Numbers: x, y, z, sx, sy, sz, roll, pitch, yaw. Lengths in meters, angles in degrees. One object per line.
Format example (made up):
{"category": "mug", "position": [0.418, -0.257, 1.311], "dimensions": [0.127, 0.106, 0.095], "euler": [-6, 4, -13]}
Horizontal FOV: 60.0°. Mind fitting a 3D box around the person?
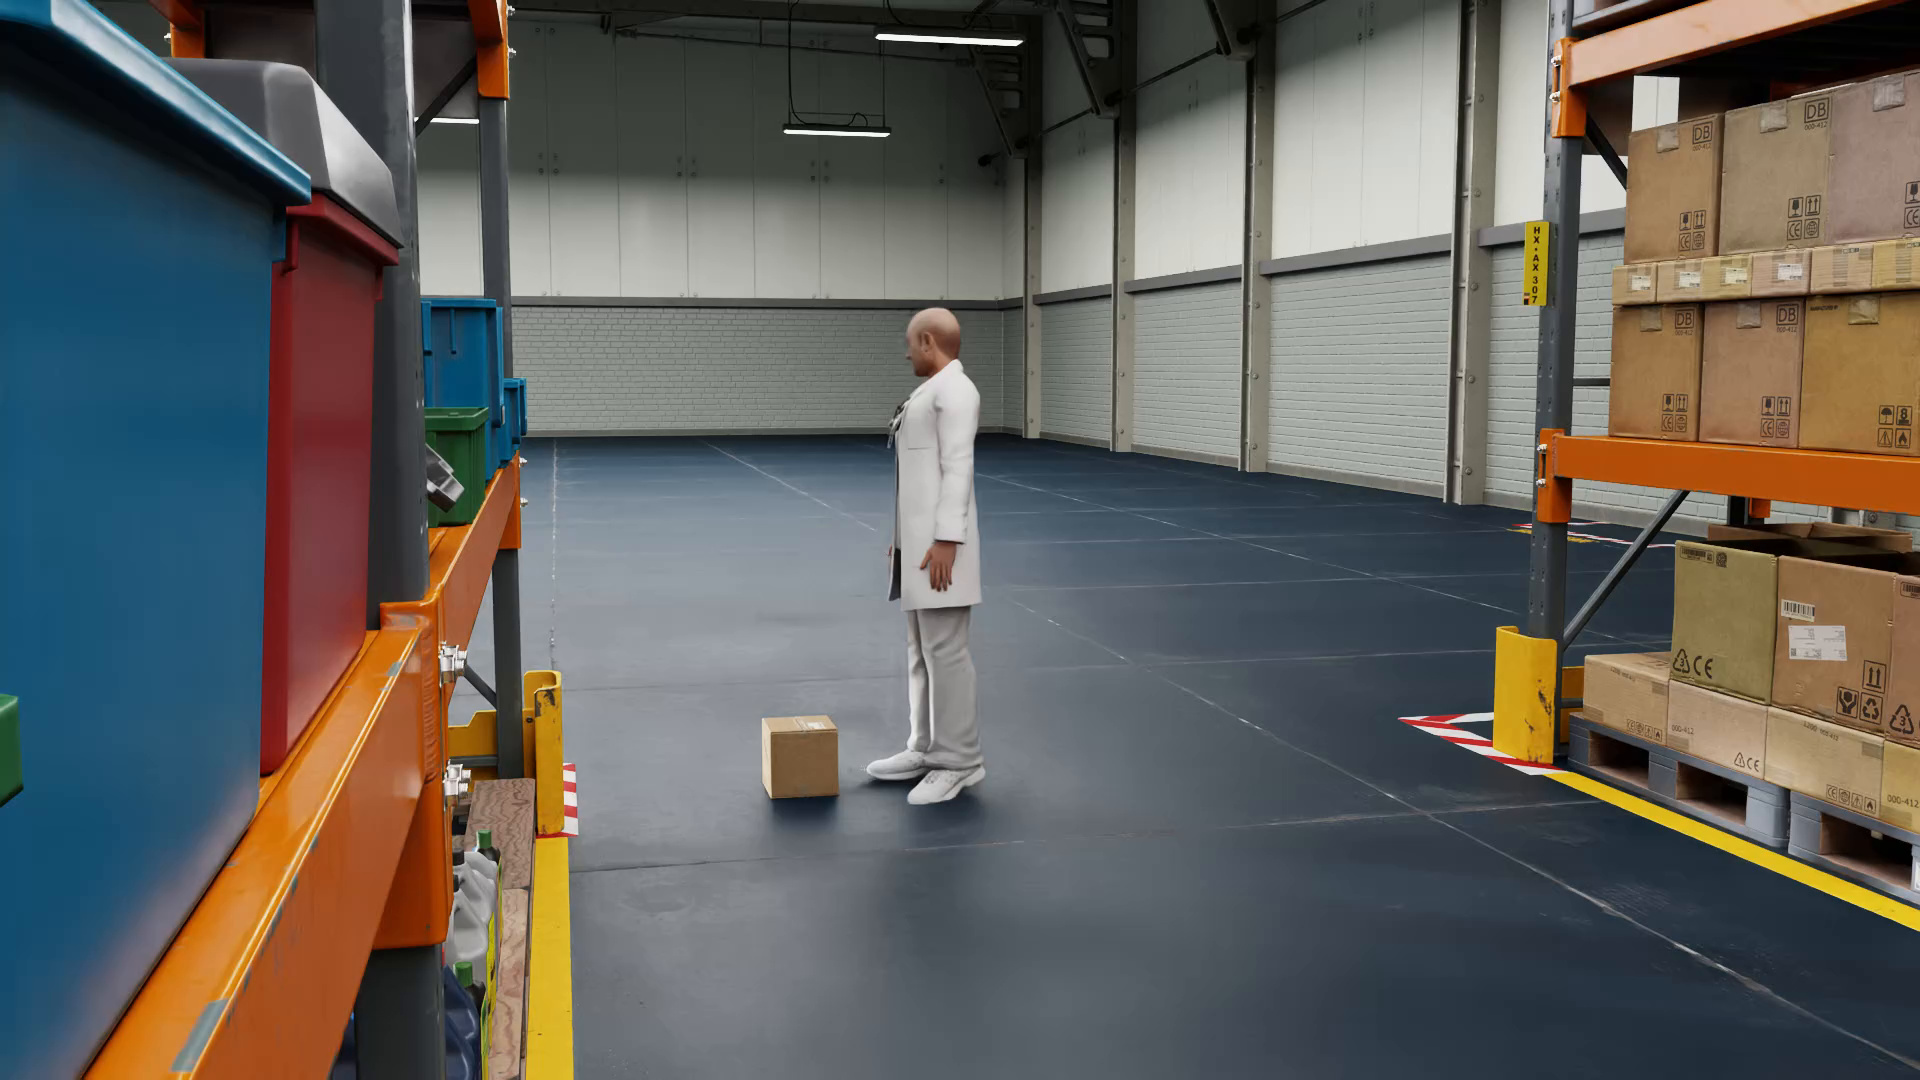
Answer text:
{"category": "person", "position": [-0.135, 0.042, 6.235], "dimensions": [0.417, 1.818, 0.638], "euler": [-1, 6, -12]}
